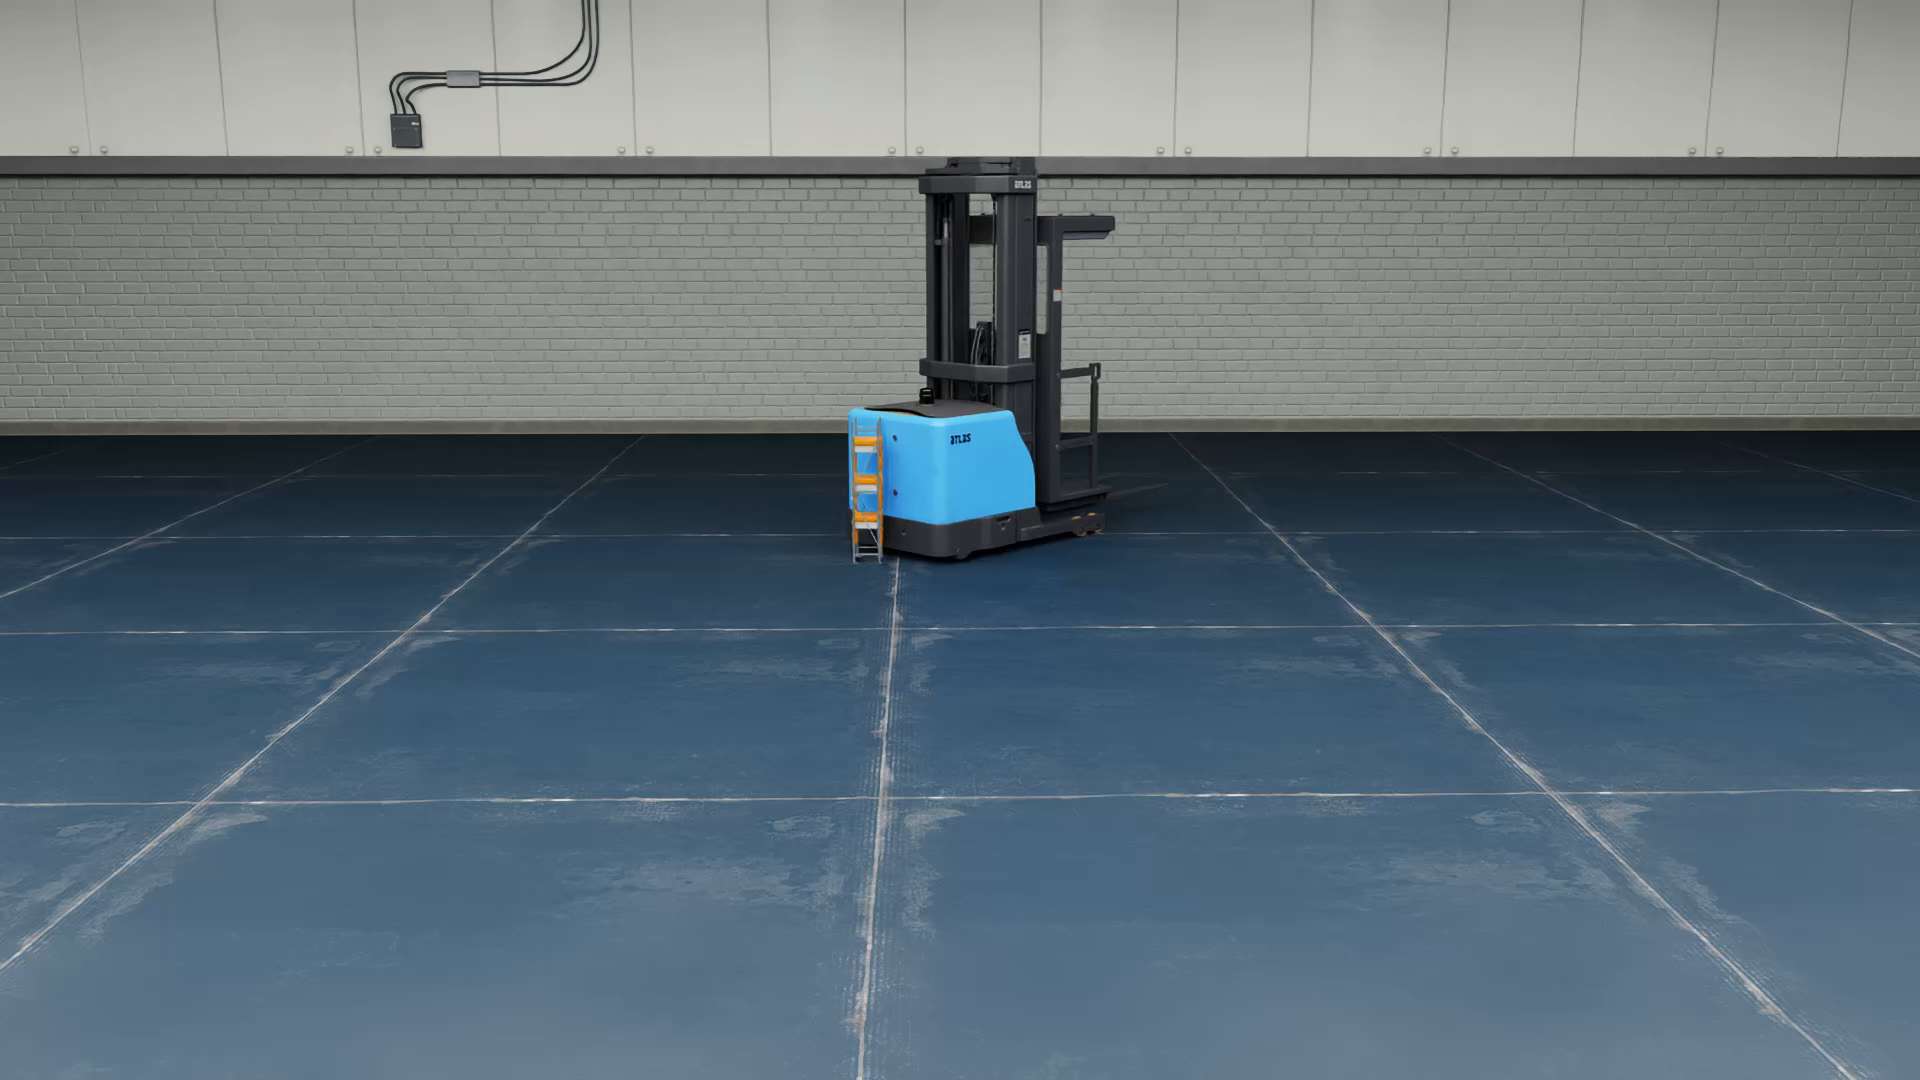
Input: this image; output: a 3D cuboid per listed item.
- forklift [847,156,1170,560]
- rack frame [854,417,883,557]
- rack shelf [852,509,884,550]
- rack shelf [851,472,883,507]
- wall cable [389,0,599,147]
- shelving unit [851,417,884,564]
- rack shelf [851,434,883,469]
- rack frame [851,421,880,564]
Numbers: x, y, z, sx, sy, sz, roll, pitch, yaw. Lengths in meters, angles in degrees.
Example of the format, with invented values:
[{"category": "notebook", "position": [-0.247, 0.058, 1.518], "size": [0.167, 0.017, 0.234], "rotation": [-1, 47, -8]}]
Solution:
[{"category": "forklift", "position": [0.520, -1.522, 13.191], "size": [1.130, 2.935, 3.031], "rotation": [11, 16, 42]}, {"category": "rack frame", "position": [-0.677, -0.388, 12.330], "size": [0.200, 1.050, 0.008], "rotation": [0, 11, 2]}, {"category": "rack shelf", "position": [-0.680, -0.081, 12.268], "size": [0.215, 0.259, 0.240], "rotation": [0, 11, 2]}, {"category": "rack shelf", "position": [-0.680, -0.353, 12.213], "size": [0.215, 0.259, 0.240], "rotation": [0, 11, 2]}, {"category": "wall cable", "position": [-5.099, -7.282, 17.765], "size": [2.305, 6.003, 0.169], "rotation": [0, 11, -1]}, {"category": "shelving unit", "position": [-0.680, -0.364, 12.211], "size": [0.215, 1.050, 0.252], "rotation": [0, 11, 2]}, {"category": "rack shelf", "position": [-0.680, -0.631, 12.157], "size": [0.215, 0.259, 0.240], "rotation": [0, 11, 2]}, {"category": "rack frame", "position": [-0.684, -0.339, 12.091], "size": [0.200, 1.050, 0.008], "rotation": [0, 11, 2]}]
